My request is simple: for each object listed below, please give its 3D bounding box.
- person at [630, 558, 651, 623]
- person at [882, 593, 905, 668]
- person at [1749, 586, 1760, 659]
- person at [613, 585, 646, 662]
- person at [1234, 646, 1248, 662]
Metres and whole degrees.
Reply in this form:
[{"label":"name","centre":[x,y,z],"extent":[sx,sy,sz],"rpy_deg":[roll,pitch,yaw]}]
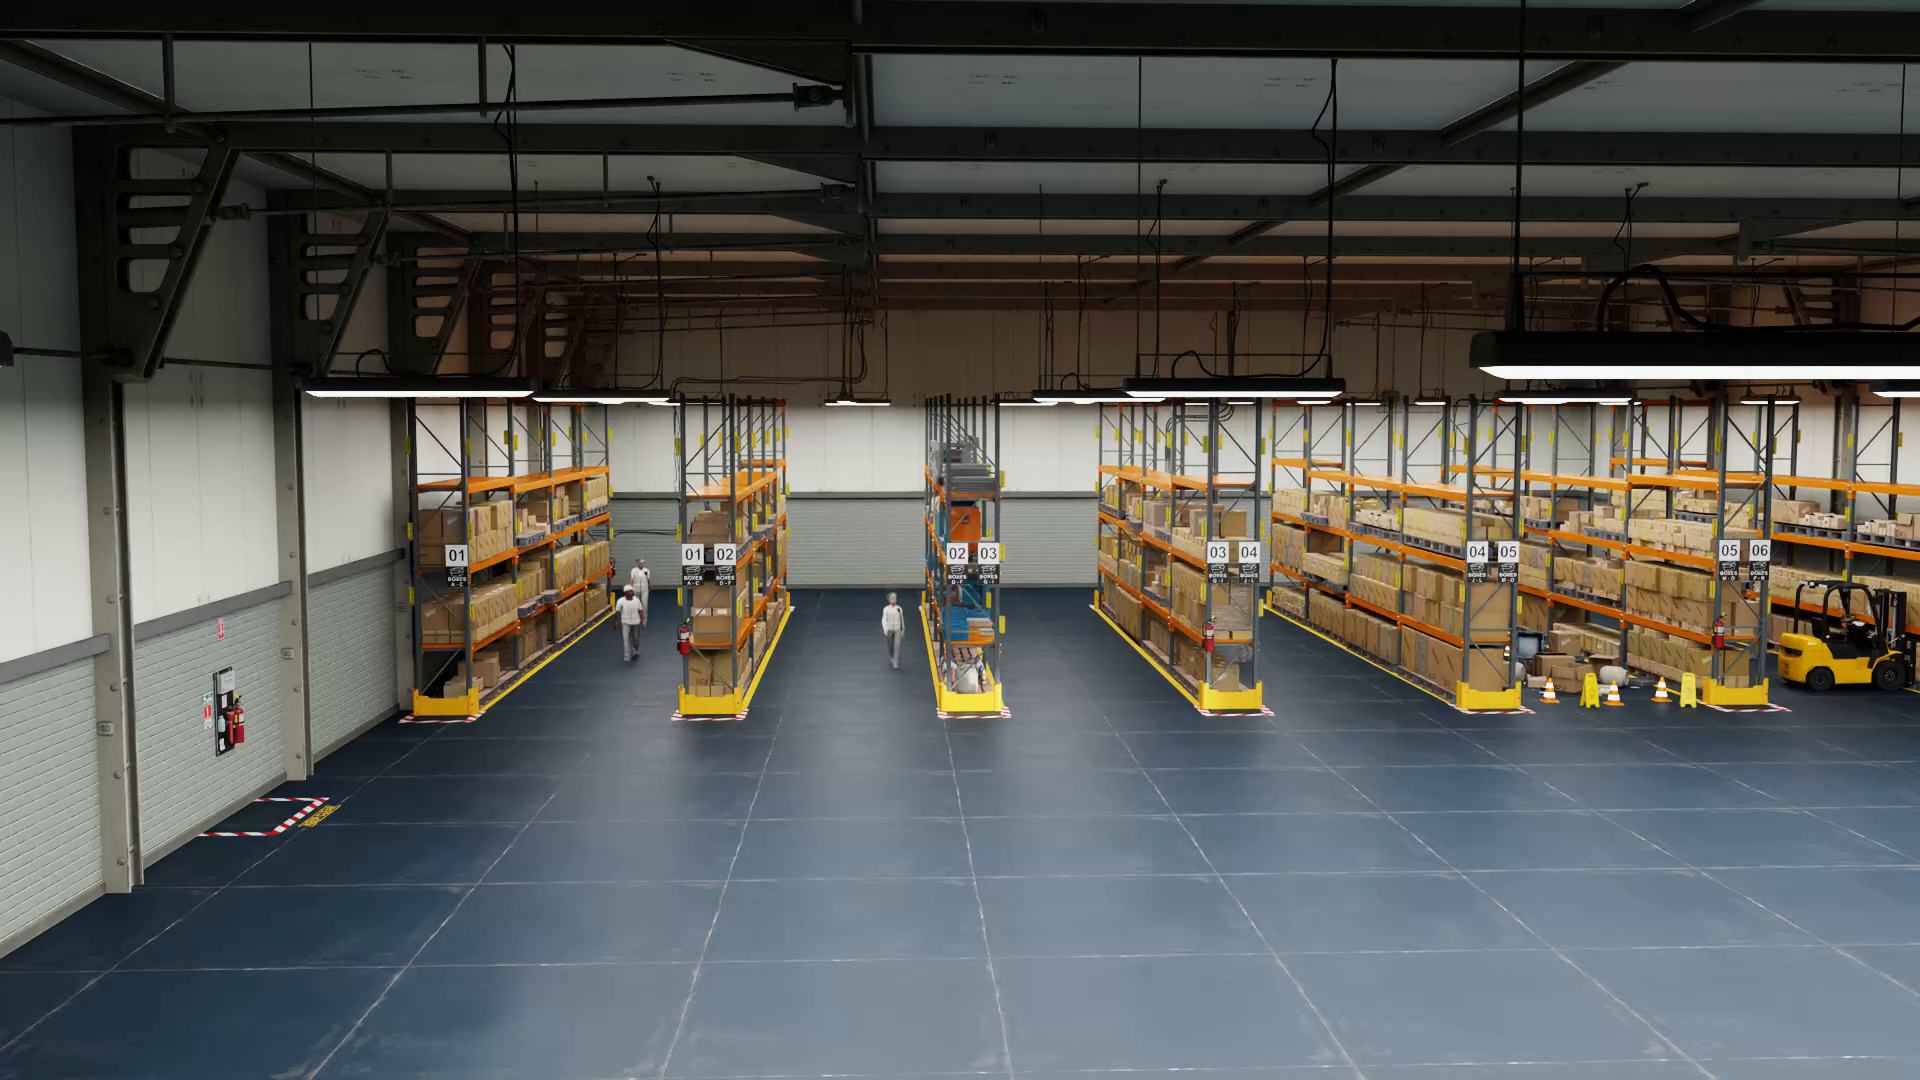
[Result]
[{"label":"person","centre":[-8.556,1.329,44.547],"extent":[0.520,1.726,0.857],"rpy_deg":[0,5,-6]},{"label":"person","centre":[-1.473,1.989,36.807],"extent":[0.496,1.643,0.962],"rpy_deg":[0,5,4]},{"label":"person","centre":[18.169,1.903,37.972],"extent":[0.434,1.726,0.540],"rpy_deg":[2,5,28]},{"label":"person","centre":[-7.517,1.880,37.864],"extent":[0.749,1.725,1.080],"rpy_deg":[-1,5,-7]},{"label":"person","centre":[6.390,1.925,37.600],"extent":[0.397,1.673,0.537],"rpy_deg":[0,5,3]}]
